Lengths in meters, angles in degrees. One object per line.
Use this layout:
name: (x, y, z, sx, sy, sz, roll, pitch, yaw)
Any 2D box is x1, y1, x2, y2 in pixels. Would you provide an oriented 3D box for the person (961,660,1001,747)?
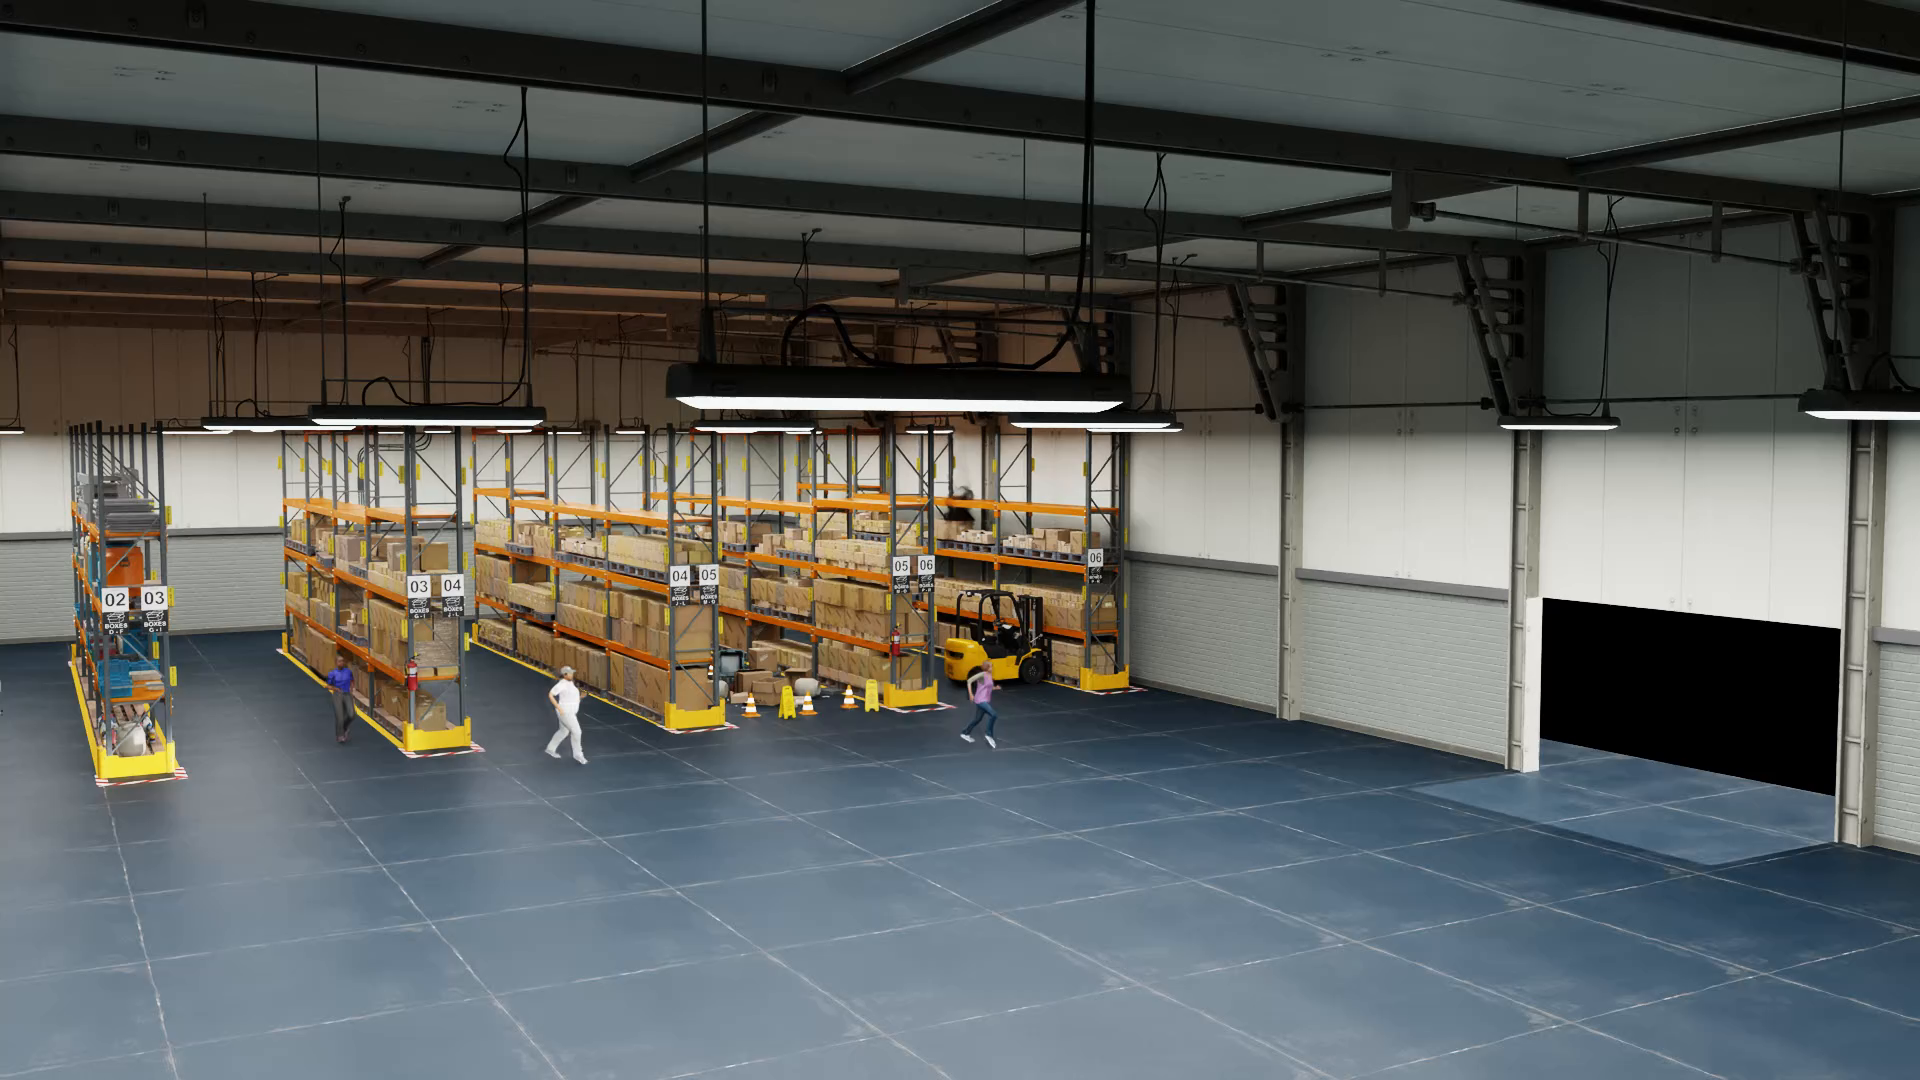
person: (0.387, 3.025, 30.804, 0.790, 1.615, 0.555, 1, 4, 22)

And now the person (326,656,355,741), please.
person: (-11.560, 2.980, 31.171, 0.565, 1.613, 0.548, -3, 4, -38)

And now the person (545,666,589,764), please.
person: (-6.914, 3.076, 29.264, 0.792, 1.714, 0.586, 0, 4, 0)
